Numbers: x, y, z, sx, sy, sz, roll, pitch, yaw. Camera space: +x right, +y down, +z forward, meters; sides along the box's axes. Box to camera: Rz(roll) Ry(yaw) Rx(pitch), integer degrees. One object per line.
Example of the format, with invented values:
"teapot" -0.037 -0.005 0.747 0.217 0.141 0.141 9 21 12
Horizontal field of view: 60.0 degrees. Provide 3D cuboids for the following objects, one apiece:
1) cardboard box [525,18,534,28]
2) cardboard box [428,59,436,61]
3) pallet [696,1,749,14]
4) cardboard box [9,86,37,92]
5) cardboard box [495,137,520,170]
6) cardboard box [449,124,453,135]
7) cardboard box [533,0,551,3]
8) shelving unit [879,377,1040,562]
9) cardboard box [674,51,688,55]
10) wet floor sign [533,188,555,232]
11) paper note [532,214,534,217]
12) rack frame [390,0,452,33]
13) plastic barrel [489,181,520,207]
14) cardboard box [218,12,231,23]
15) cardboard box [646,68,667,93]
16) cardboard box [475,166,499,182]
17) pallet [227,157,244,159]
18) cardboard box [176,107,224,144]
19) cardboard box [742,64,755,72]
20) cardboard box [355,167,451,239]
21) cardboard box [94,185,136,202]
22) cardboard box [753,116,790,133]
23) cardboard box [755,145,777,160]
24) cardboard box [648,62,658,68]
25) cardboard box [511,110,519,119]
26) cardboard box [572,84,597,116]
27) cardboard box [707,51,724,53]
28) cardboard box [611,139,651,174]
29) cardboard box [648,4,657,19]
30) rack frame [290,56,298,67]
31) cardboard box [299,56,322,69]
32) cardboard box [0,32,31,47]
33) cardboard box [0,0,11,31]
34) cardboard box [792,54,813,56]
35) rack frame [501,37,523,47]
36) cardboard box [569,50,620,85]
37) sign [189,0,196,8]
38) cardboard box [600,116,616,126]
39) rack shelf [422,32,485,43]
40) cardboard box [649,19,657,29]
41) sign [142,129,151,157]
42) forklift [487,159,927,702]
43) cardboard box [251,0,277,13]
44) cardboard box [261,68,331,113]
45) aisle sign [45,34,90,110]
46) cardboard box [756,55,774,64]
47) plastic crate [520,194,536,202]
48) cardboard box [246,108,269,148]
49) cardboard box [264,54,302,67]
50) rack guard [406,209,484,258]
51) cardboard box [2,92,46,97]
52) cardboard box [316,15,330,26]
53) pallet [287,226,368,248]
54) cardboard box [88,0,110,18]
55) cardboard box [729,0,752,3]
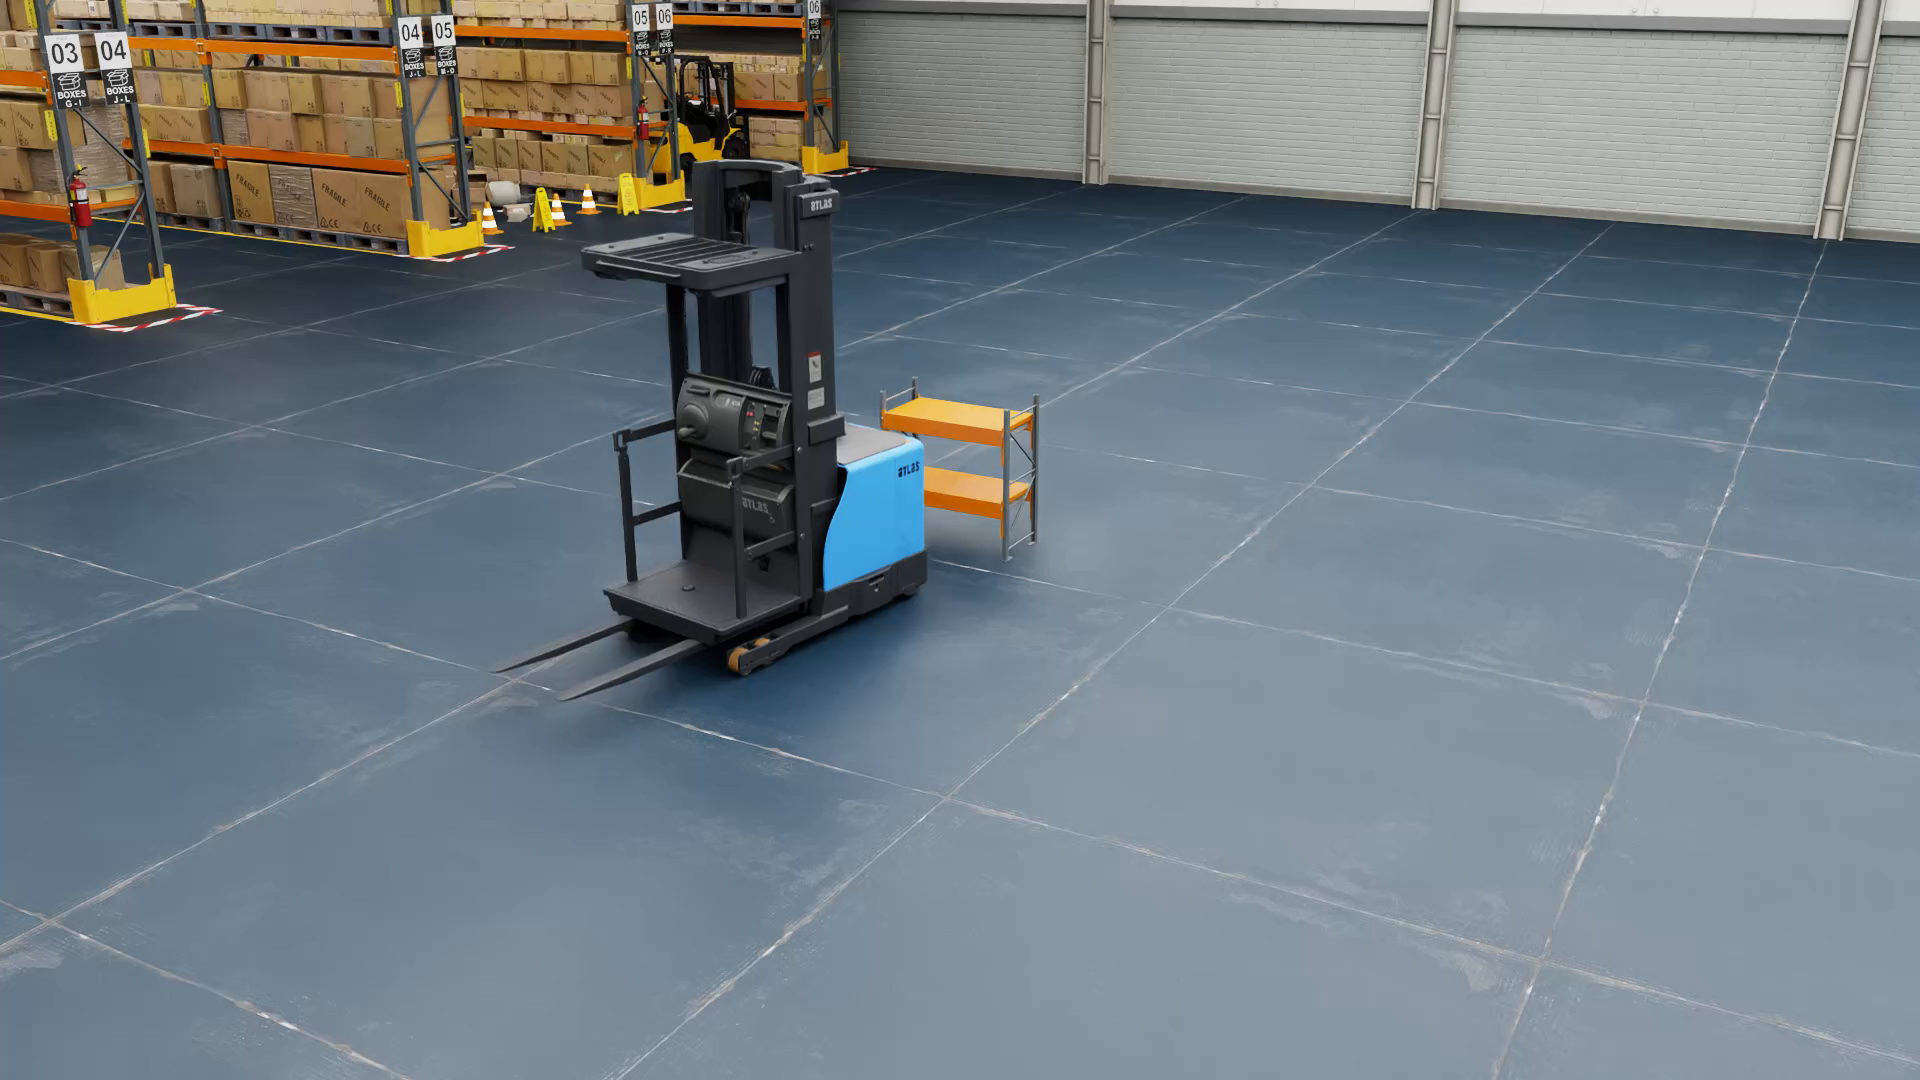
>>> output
"cardboard box" -7.012 -8.620 27.699 0.250 0.149 0.380 11 23 28
"cardboard box" -9.220 -8.341 29.761 0.500 0.500 0.500 11 23 27
"pallet" -4.277 -10.219 31.870 1.213 0.211 1.003 11 23 27
"cardboard box" -14.982 -7.189 26.664 0.250 0.149 0.380 10 22 25
"cardboard box" -7.656 -6.703 28.762 0.500 0.500 0.500 12 23 29
"cardboard box" -10.951 -9.055 35.978 0.500 0.500 0.500 12 23 30
"cardboard box" -6.815 -8.925 27.371 0.250 0.149 0.380 11 23 29
"shelving unit" -0.006 -0.530 12.176 1.048 1.125 0.538 11 23 27
"cardboard box" -5.462 -9.482 32.573 0.250 0.149 0.380 10 22 26
"wet floor sign" -6.356 -5.032 25.291 0.232 0.644 0.267 7 21 18
"paper note" -6.817 -5.214 26.693 0.142 0.019 0.148 3 20 9
"rack frame" -7.346 -8.374 22.255 0.127 3.000 1.000 11 23 27
"plastic barrel" -7.562 -5.726 27.531 0.512 0.421 0.421 -7 21 -20
"cardboard box" -10.459 -7.552 23.992 0.250 0.149 0.380 11 23 28
"cardboard box" -5.835 -9.084 32.861 0.500 0.500 0.500 10 22 26
"cardboard box" -8.129 -6.436 29.126 0.500 0.250 0.500 10 22 25
"pallet" -13.717 -7.421 32.514 1.213 0.211 1.003 11 23 27
"cardboard box" -11.424 -6.274 25.115 0.500 0.500 0.500 11 22 27
"cardboard box" -3.944 -9.019 31.732 0.250 0.149 0.380 10 22 26
"cardboard box" -7.971 -4.846 23.826 0.875 0.875 0.875 11 23 28
"cardboard box" -9.986 -4.095 19.623 0.250 0.149 0.380 11 23 27
"cardboard box" -3.606 -7.965 31.874 0.500 0.250 0.500 11 23 28
"cardboard box" -3.597 -7.497 32.052 0.500 0.250 0.500 11 23 27
"cardboard box" -5.945 -9.409 32.807 0.250 0.149 0.380 10 22 26
"cardboard box" -7.455 -7.296 28.448 0.250 0.149 0.380 11 23 27
"cardboard box" -6.064 -7.324 27.575 0.500 0.500 0.500 11 23 27
"cardboard box" -4.767 -9.551 32.761 0.250 0.149 0.380 10 22 26
"cardboard box" -5.611 -6.522 28.264 0.500 0.500 0.500 10 22 26
"cardboard box" -5.330 -8.687 27.300 0.500 0.250 0.500 10 22 26
"rack frame" -12.005 -8.375 31.055 0.127 3.000 1.000 11 23 27
"cardboard box" -11.725 -8.616 30.519 0.500 0.500 0.500 10 22 26
"cardboard box" -10.711 -5.666 18.822 0.250 0.149 0.380 10 22 25
"cardboard box" -11.330 -6.109 19.092 0.500 0.500 0.500 11 23 27
"cardboard box" -2.994 -9.197 31.787 0.250 0.149 0.380 12 23 29
"rack frame" -9.587 -9.853 35.130 0.127 3.000 1.000 11 23 27
"cardboard box" -6.011 -7.808 27.442 0.500 0.500 0.700 11 23 28
"sign" -11.095 -7.857 24.009 0.005 0.325 0.100 11 23 27
"cardboard box" -5.727 -6.934 27.451 0.250 0.149 0.380 10 22 27
"rack shelf" -10.259 -9.114 29.749 4.000 0.370 1.077 11 23 27
"cardboard box" -5.152 -8.489 27.337 0.250 0.149 0.380 11 23 27
"sign" -9.589 -4.663 19.552 0.005 0.325 0.100 11 23 27
"forklift" -1.537 -0.747 10.126 1.130 2.935 3.031 15 25 36
"cardboard box" -9.666 -7.611 23.572 0.500 0.250 0.500 11 22 27
"cardboard box" -9.592 -6.538 24.188 0.550 0.550 0.875 11 23 27
"aisle sign" -9.946 -5.217 18.536 0.004 0.787 0.394 11 23 27
"cardboard box" -3.672 -9.142 31.636 0.250 0.149 0.380 11 23 28
"plastic crate" -7.542 -5.832 28.326 0.583 0.080 0.402 3 20 9
"cardboard box" -10.019 -6.147 24.694 0.550 0.550 0.875 11 23 27
"cardboard box" -12.584 -8.900 30.889 0.500 0.500 0.500 10 22 26
"rack guard" -7.325 -4.375 23.694 0.348 0.500 1.175 11 23 27
"cardboard box" -11.071 -5.092 19.955 0.500 0.500 0.500 11 23 27
"cardboard box" -8.691 -7.214 23.062 0.250 0.149 0.380 10 22 27
"pallet" -9.144 -4.556 24.616 1.213 0.211 1.003 11 23 27
"cardboard box" -12.920 -8.143 25.383 0.500 0.311 0.500 10 22 26
"cardboard box" -3.954 -10.426 31.400 0.500 0.500 0.700 11 23 28
